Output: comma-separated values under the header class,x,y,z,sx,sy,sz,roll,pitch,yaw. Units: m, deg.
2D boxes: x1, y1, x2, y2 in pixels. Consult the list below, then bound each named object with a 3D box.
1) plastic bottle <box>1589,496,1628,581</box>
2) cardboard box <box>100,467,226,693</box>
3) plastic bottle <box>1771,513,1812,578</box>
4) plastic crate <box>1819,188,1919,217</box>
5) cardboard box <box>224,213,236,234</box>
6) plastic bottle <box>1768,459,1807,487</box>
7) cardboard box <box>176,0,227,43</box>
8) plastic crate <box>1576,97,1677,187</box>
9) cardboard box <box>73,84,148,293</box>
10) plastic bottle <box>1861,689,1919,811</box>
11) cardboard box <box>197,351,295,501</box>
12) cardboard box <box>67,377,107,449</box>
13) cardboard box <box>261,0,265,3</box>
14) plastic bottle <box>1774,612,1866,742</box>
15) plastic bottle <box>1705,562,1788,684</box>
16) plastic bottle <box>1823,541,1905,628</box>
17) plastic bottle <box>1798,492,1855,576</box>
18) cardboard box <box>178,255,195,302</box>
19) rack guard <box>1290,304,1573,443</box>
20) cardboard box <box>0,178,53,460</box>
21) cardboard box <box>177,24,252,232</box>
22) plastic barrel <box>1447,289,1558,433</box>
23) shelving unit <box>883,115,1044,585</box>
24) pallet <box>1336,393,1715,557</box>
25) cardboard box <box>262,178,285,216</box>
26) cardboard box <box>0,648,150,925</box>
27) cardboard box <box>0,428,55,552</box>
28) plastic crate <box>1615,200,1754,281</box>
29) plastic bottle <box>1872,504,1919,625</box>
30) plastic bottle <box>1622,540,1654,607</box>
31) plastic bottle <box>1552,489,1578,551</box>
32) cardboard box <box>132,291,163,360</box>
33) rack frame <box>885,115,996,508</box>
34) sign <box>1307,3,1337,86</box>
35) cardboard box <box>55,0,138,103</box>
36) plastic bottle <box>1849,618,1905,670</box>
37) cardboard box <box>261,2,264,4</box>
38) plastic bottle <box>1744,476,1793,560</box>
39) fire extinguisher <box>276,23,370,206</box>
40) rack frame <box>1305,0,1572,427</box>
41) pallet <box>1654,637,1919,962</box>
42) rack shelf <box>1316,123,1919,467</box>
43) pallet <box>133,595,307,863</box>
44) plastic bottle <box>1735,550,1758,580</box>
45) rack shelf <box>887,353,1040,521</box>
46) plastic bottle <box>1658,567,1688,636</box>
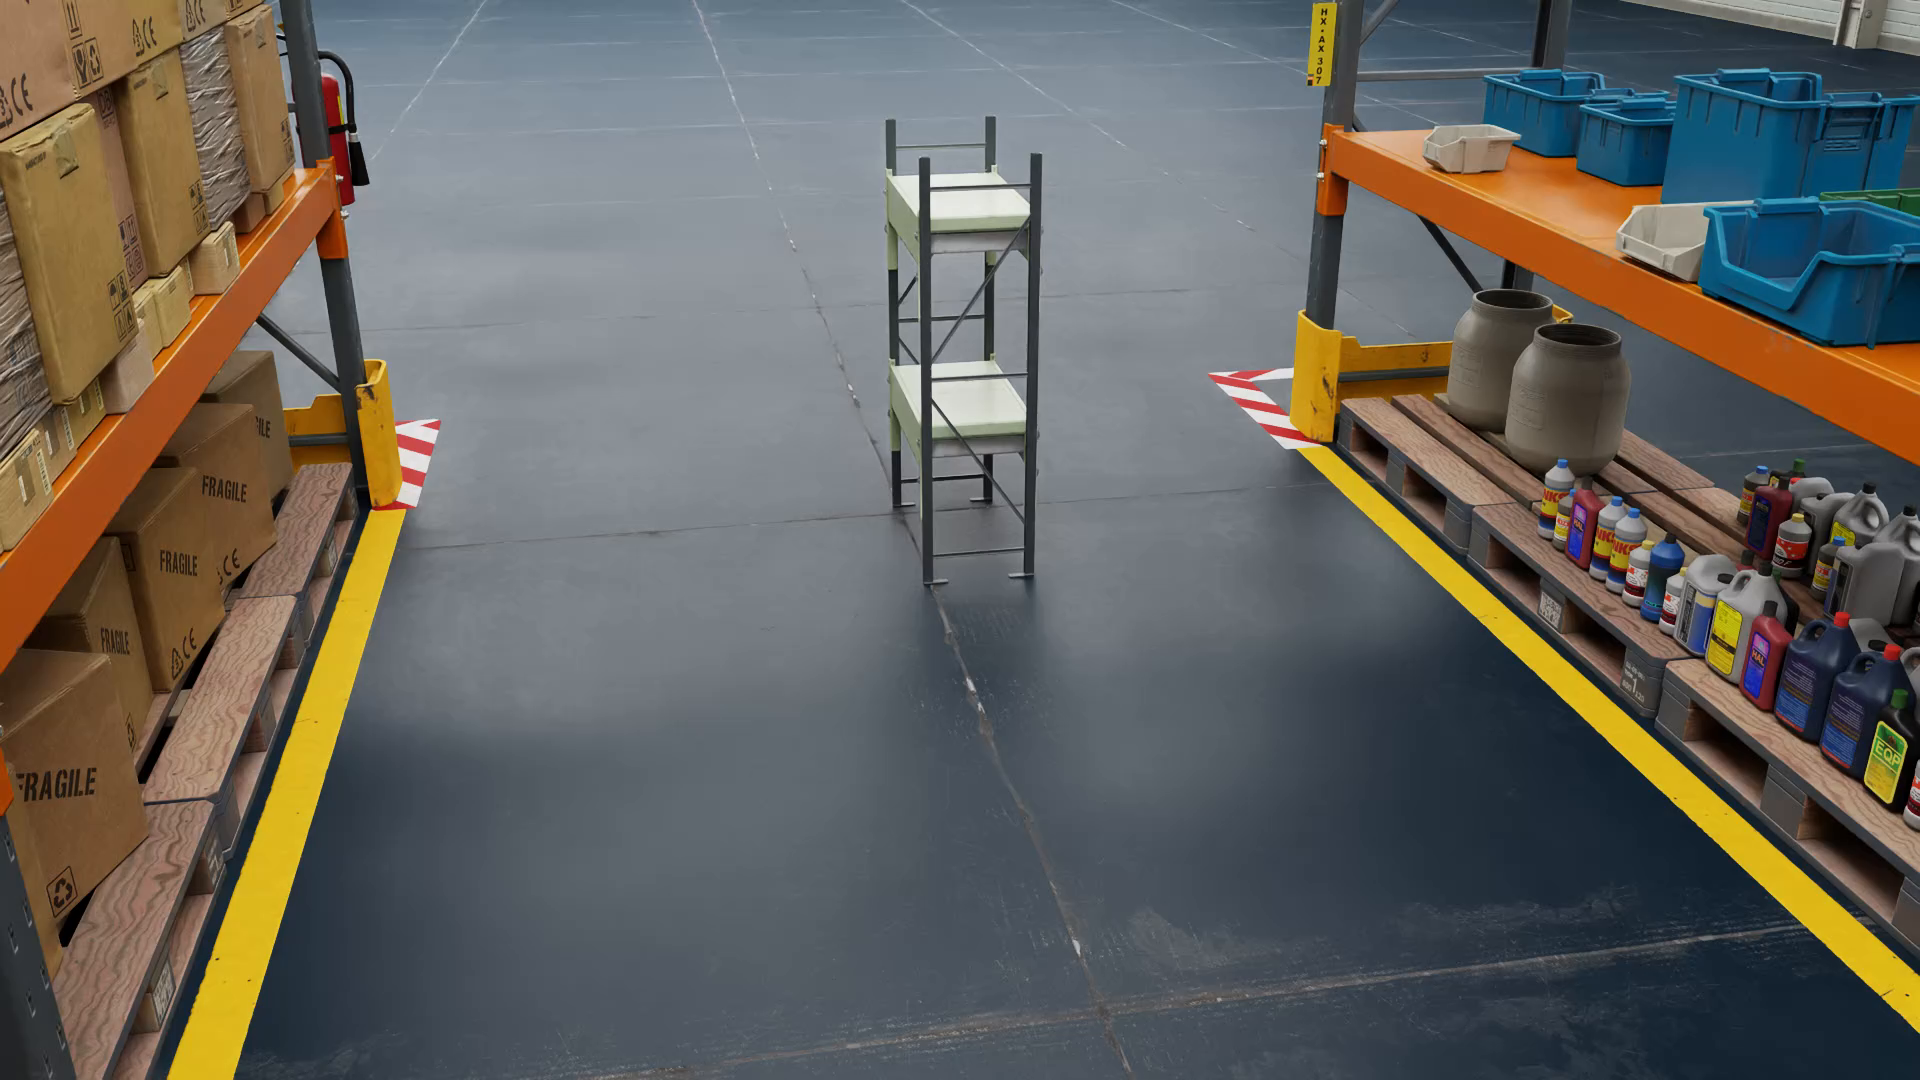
class,x,y,z,sx,sy,sz,roll,pitch,yaw
plastic bottle,2.108,-0.010,5.385,0.097,0.271,0.097,0,24,0
cardboard box,-2.511,0.117,4.834,0.500,0.500,0.500,-2,24,-5
plastic bottle,2.713,0.013,5.419,0.097,0.201,0.097,0,24,0
plastic crate,2.782,-0.815,4.632,0.450,0.188,0.662,-4,24,-10
cardboard box,-2.417,-0.958,5.009,0.380,0.149,0.250,-4,24,-10
plastic bottle,2.826,-0.152,5.695,0.061,0.283,0.133,-4,24,-8
cardboard box,-2.319,-1.613,4.449,0.500,0.500,0.500,-4,24,-10
plastic crate,2.517,-1.431,5.966,0.499,0.251,0.408,-4,24,-10
cardboard box,-2.384,-0.742,3.706,0.875,0.500,0.500,-4,24,-10
plastic bottle,2.342,0.522,4.152,0.061,0.283,0.133,-3,24,-7
cardboard box,-2.753,-0.364,5.933,0.500,0.500,0.500,0,24,0
cardboard box,-2.019,-0.275,3.446,0.380,0.149,0.250,-4,24,-10
cardboard box,-2.507,-2.006,5.349,0.500,0.500,0.500,-4,24,-10
plastic bottle,2.318,0.348,4.465,0.144,0.351,0.185,-6,24,-12
plastic bottle,2.258,0.221,4.756,0.144,0.351,0.185,-4,24,-10
plastic bottle,2.760,0.121,5.079,0.152,0.276,0.135,-4,24,-10
plastic bottle,2.832,-0.038,5.442,0.152,0.276,0.135,-5,24,-11
cardboard box,-2.237,-0.666,4.341,0.380,0.149,0.250,-4,24,-10
rack guard,2.076,-0.758,7.362,1.175,0.500,0.348,-4,24,-10
cardboard box,-2.134,-0.354,2.816,0.875,0.500,0.500,-4,24,-10
cardboard box,-2.517,-1.140,4.615,0.875,0.500,0.500,-4,24,-10
plastic barrel,2.213,-0.729,6.756,0.421,0.512,0.421,0,24,0
shelving unit,-0.001,-0.690,5.956,0.431,1.500,0.755,-4,24,-10
pallet,2.221,-0.306,6.687,1.003,0.211,1.213,-4,24,-10
cardboard box,-2.454,-1.159,5.469,0.380,0.149,0.250,-4,24,-10
cardboard box,-2.260,0.578,3.778,0.500,0.500,0.500,3,24,7
cardboard box,-1.890,-0.081,3.002,0.380,0.149,0.250,-4,24,-10
plastic crate,2.206,-0.856,4.791,0.530,0.136,0.437,-4,24,-10
plastic bottle,2.901,0.066,5.112,0.144,0.351,0.185,-4,24,-10
plastic bottle,2.145,0.100,5.220,0.097,0.201,0.097,0,24,0
plastic bottle,2.064,-0.072,5.615,0.097,0.201,0.097,0,24,0
cardboard box,-2.111,-0.472,3.896,0.380,0.149,0.250,-4,24,-10
rack frame,-0.069,-0.834,6.285,0.400,1.500,0.023,-4,24,-10
sign,1.474,-2.018,6.777,0.100,0.325,0.005,-4,24,-10
cardboard box,-2.131,-1.220,3.549,0.500,0.500,0.500,-4,24,-10
plastic bottle,2.459,0.361,4.528,0.152,0.276,0.135,-4,24,-10
cardboard box,-2.777,-1.527,5.503,0.875,0.500,0.500,-4,24,-10
plastic bottle,2.702,-0.088,5.547,0.061,0.283,0.133,-4,24,-10
fire extinguisher,-2.420,-1.607,6.279,0.296,0.674,0.183,-4,24,-10
rack frame,2.016,-1.930,6.922,1.000,3.000,0.127,-4,24,-10
pallet,2.672,0.654,4.489,1.003,0.211,1.213,-4,24,-10
rack shelf,2.386,-0.814,5.264,1.077,0.370,4.000,-4,24,-10
pallet,-2.500,0.545,4.738,1.003,0.211,1.213,-4,24,-10
plastic bottle,2.336,0.180,4.935,0.061,0.283,0.133,-4,24,-10
rack shelf,-0.001,-0.391,6.086,0.431,0.370,0.720,-4,24,-10
plastic bottle,2.183,0.181,5.035,0.097,0.201,0.097,0,24,0
